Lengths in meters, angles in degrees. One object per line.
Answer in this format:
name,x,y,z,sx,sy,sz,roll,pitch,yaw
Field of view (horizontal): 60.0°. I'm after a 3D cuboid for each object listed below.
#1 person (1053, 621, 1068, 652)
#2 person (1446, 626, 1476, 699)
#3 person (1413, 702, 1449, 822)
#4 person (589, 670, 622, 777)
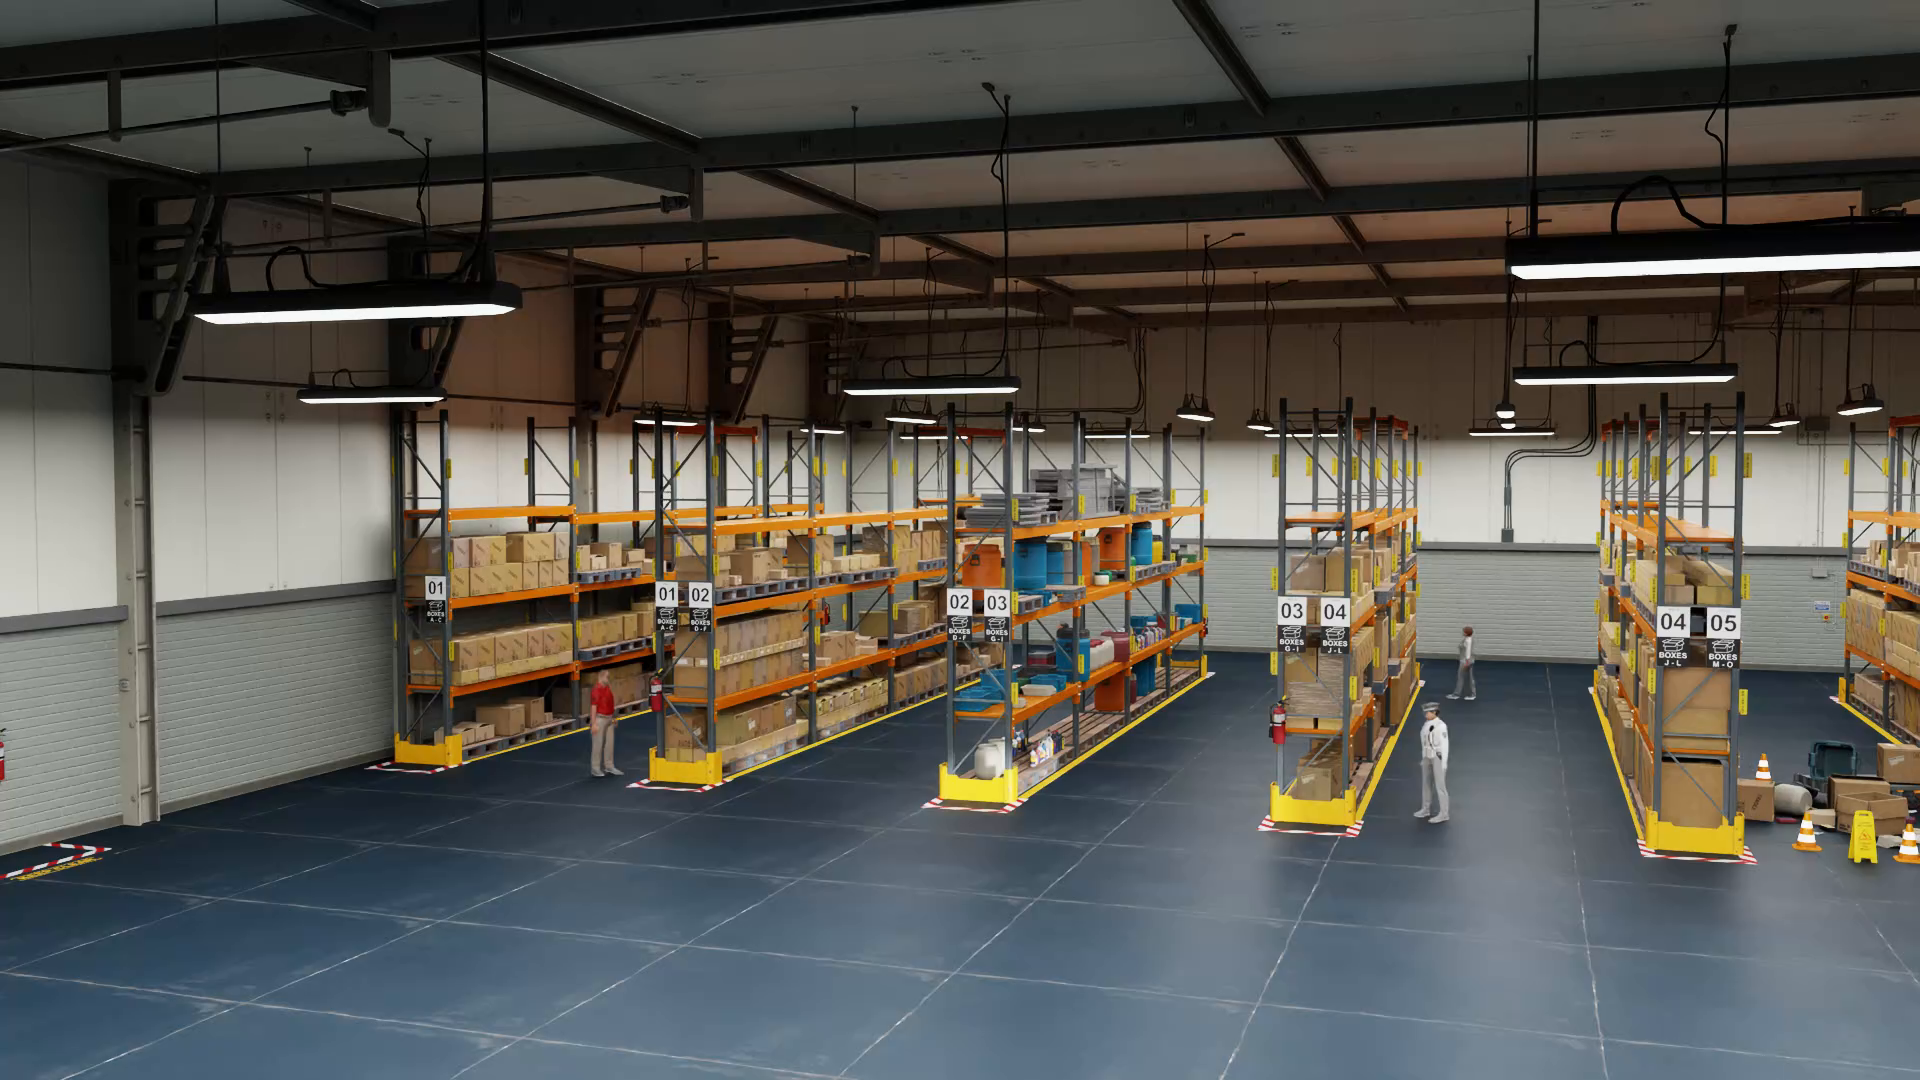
person,2.232,2.612,36.680,0.359,1.636,0.524,0,2,6
person,10.882,2.660,36.043,0.601,1.595,0.417,2,3,33
person,6.723,3.147,23.725,0.389,1.668,0.533,-1,3,-20
person,-5.804,2.984,27.104,0.447,1.751,0.582,1,3,18
